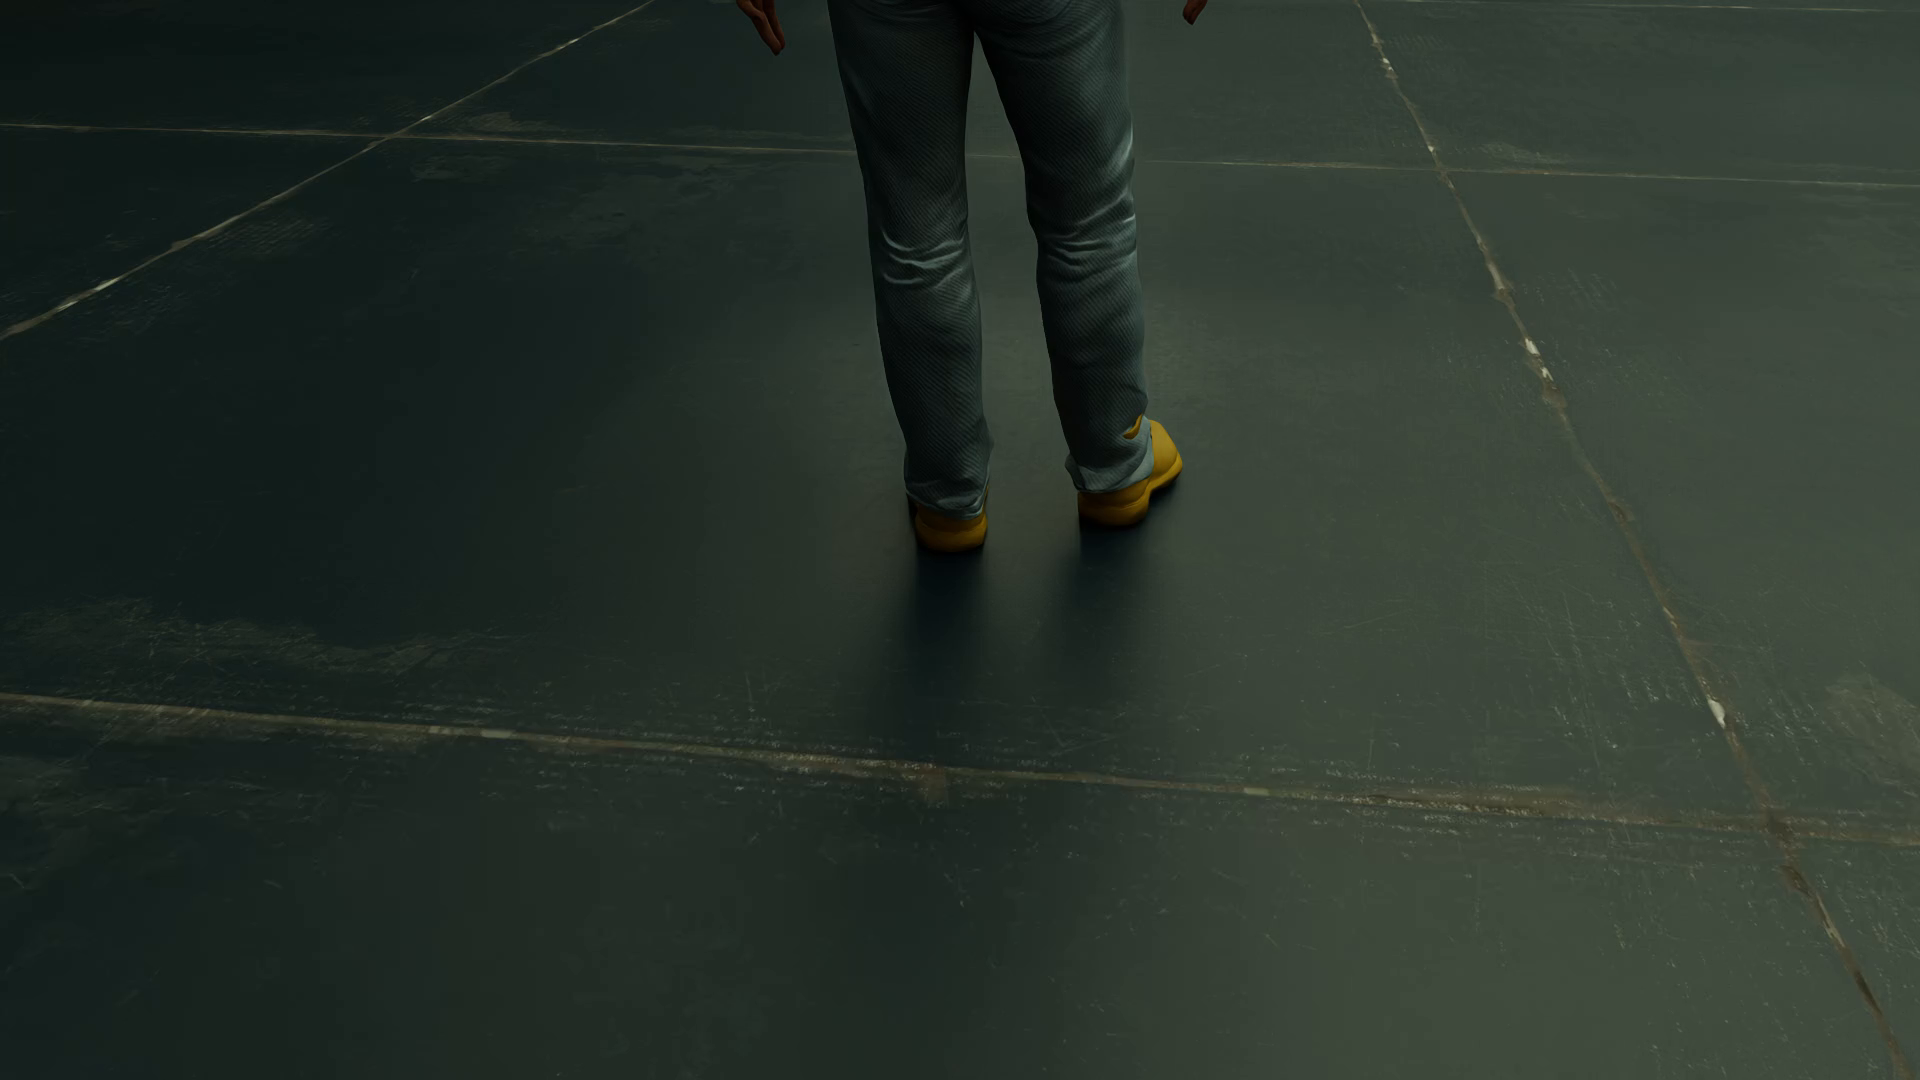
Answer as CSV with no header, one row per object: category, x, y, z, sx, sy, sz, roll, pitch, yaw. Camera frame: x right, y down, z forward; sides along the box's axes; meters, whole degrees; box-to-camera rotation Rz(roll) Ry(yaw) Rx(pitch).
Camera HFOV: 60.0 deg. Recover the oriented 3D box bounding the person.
person,0.016,-0.824,2.164,0.665,1.759,0.577,3,27,7
